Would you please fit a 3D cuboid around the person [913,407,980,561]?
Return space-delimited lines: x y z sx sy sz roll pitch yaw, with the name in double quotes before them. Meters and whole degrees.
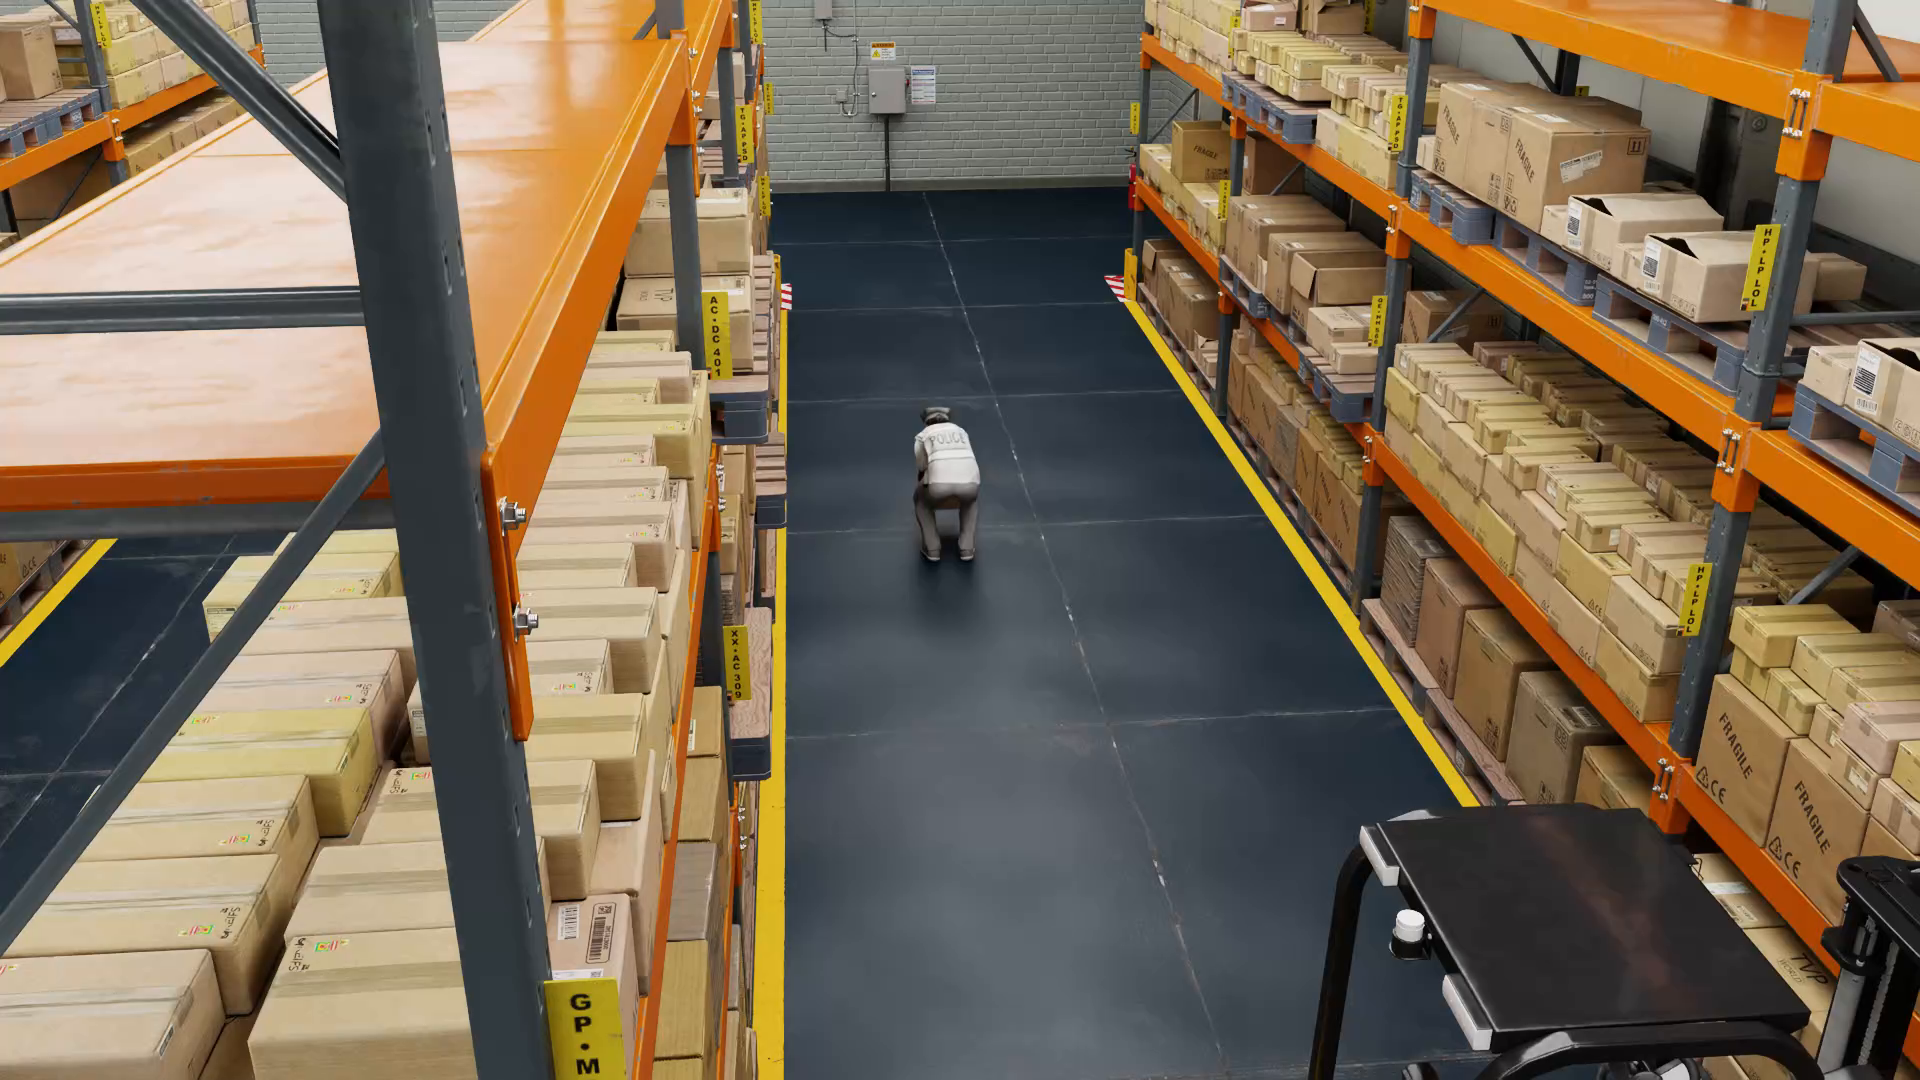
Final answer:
"person" -0.107 -0.404 12.068 0.471 0.981 0.921 -3 24 -7
